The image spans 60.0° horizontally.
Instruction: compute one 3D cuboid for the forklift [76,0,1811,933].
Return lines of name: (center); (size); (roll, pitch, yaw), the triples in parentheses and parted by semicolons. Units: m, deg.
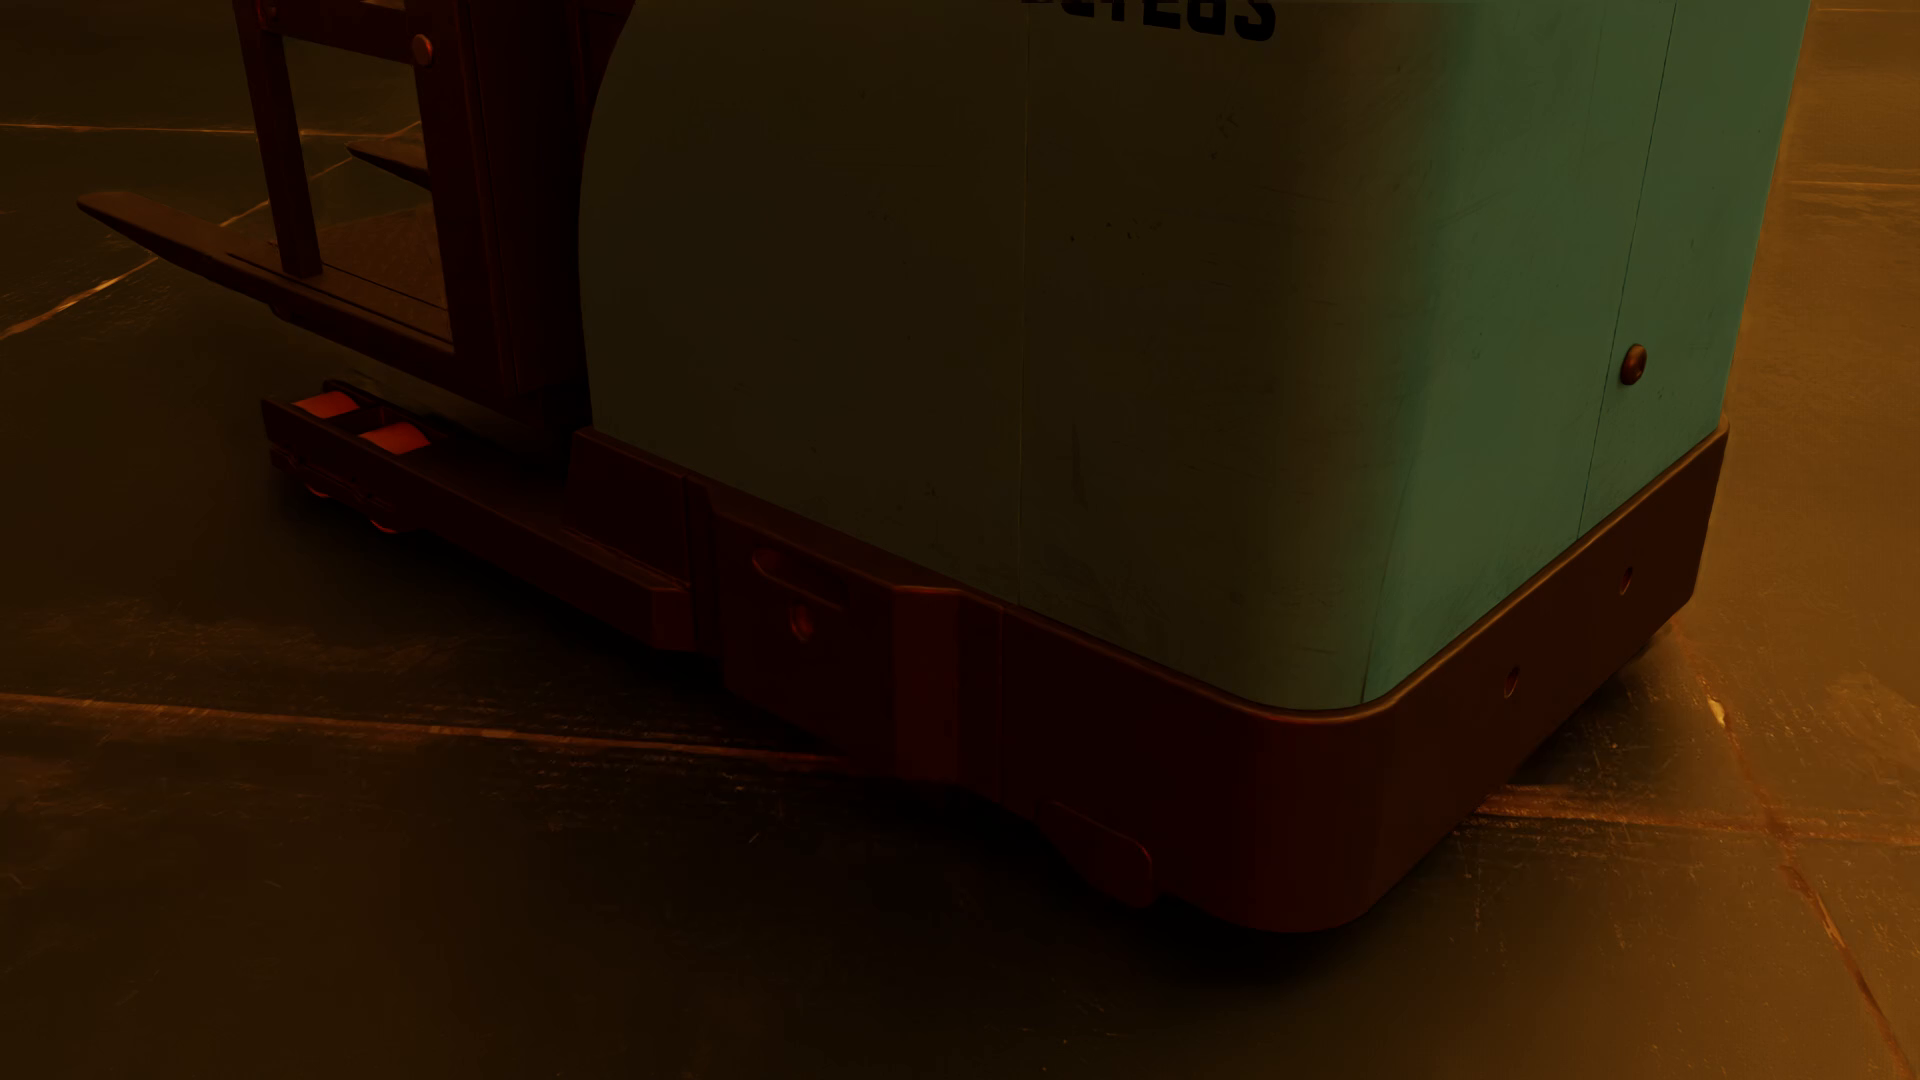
forklift: (-0.458, -1.476, 2.175); (3.031, 2.935, 1.130); (22, 34, 36)
